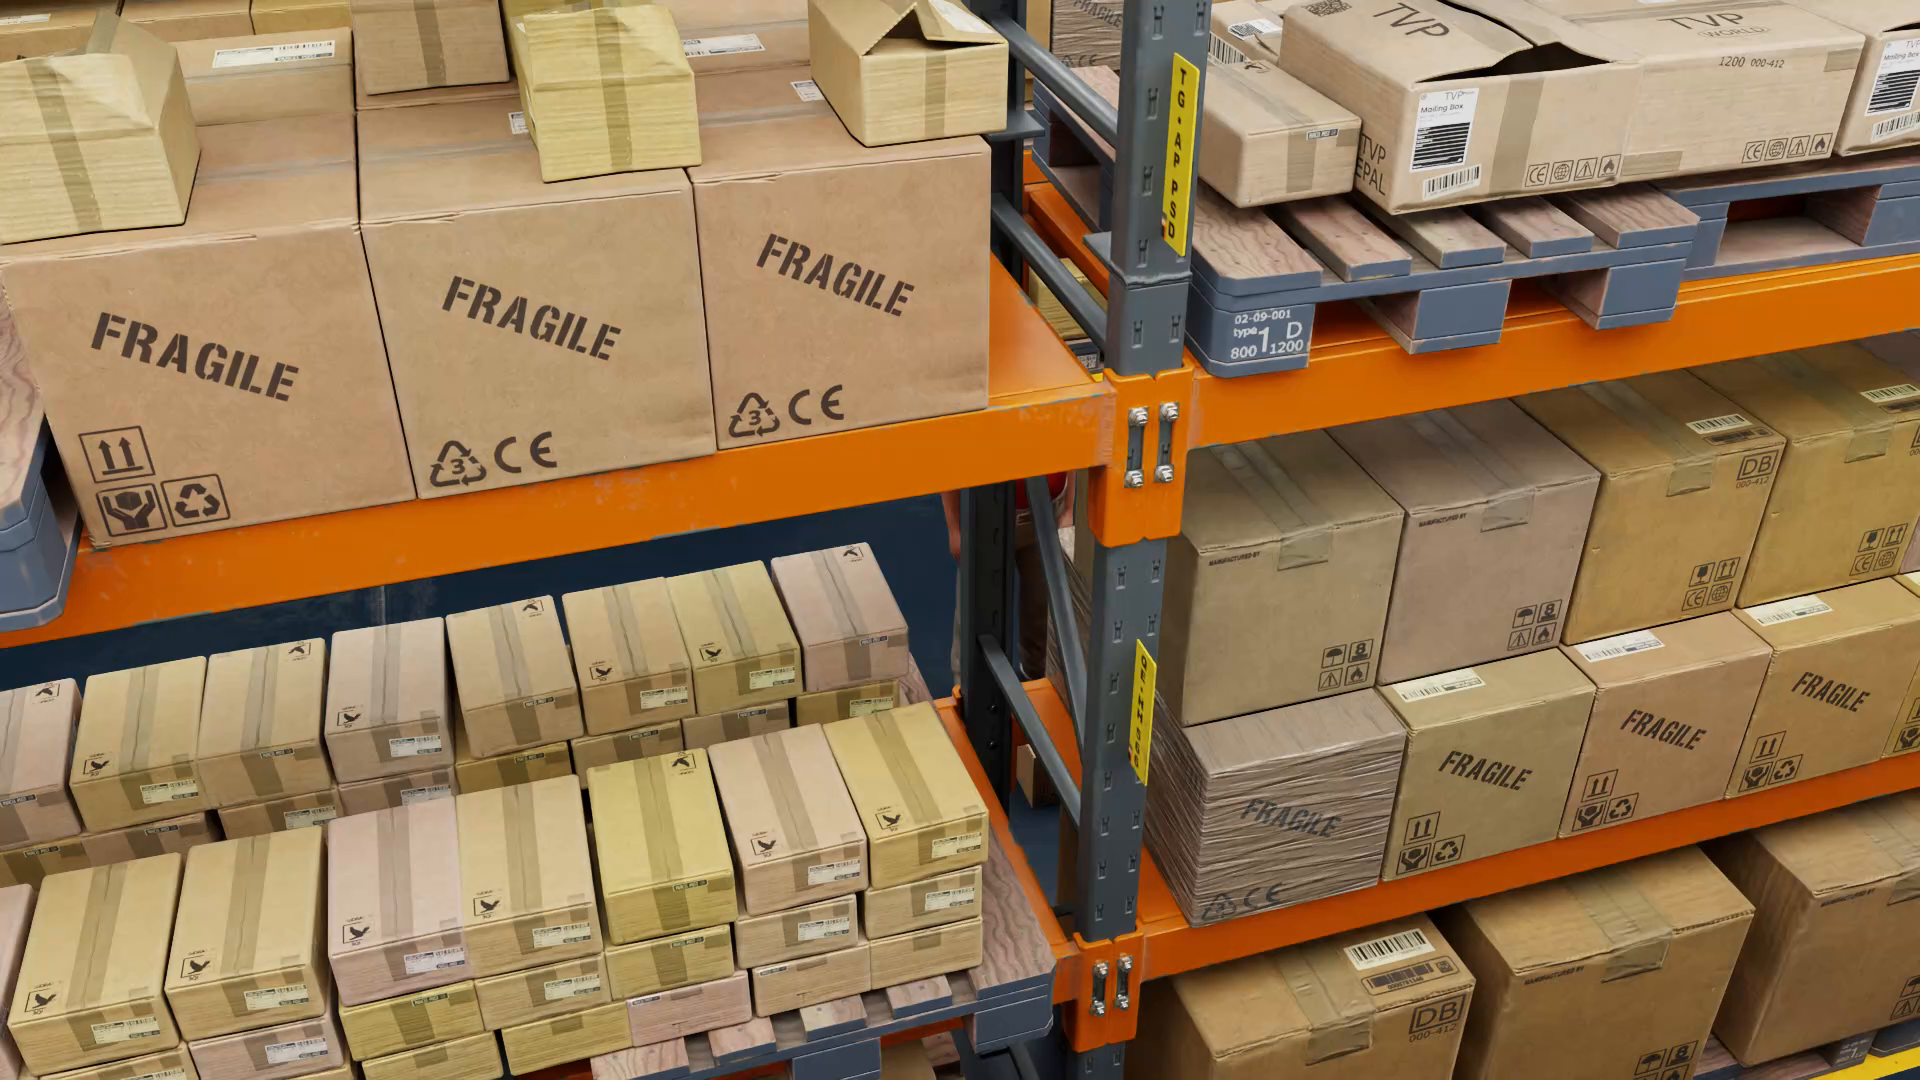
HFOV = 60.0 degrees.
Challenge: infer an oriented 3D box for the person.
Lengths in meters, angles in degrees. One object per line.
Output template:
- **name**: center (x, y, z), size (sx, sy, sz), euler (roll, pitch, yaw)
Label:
- **person**: center (0.200, -0.058, 6.238), size (0.534, 1.737, 0.393), euler (-10, 35, -14)
